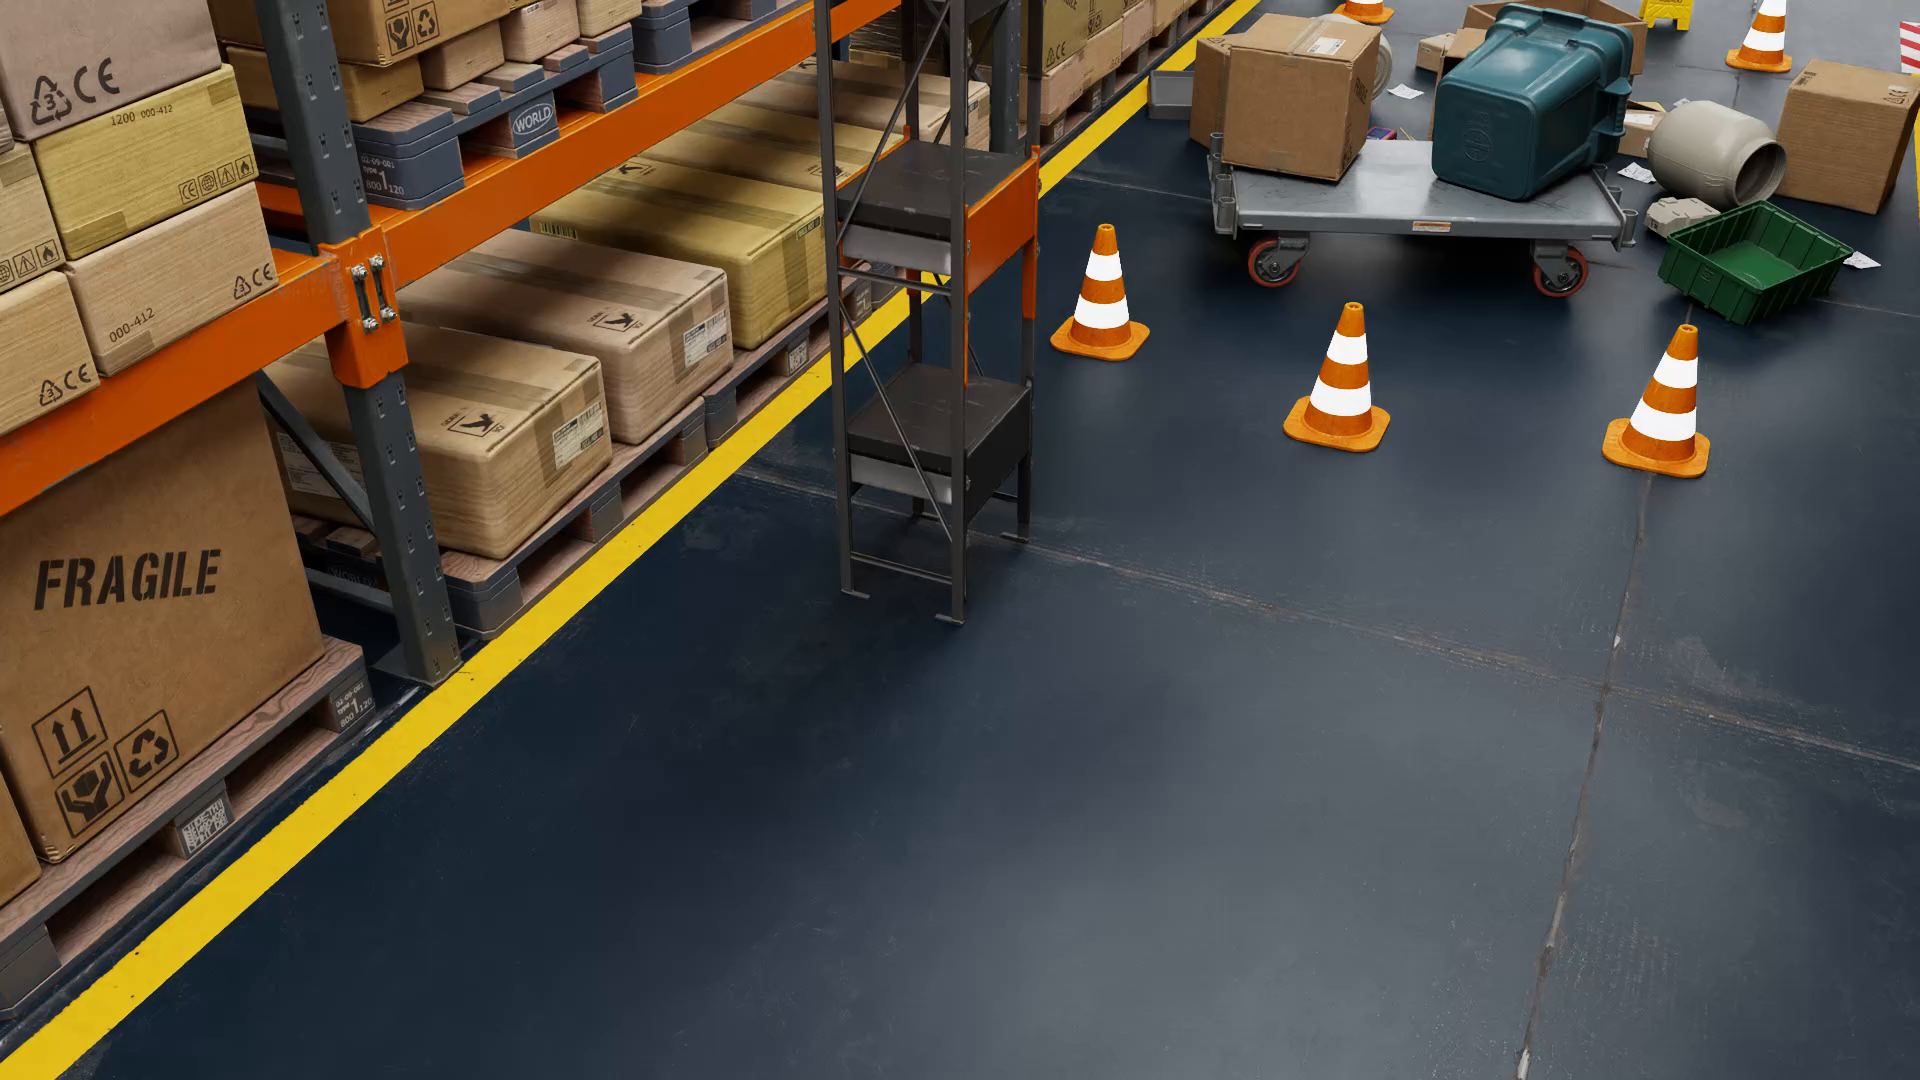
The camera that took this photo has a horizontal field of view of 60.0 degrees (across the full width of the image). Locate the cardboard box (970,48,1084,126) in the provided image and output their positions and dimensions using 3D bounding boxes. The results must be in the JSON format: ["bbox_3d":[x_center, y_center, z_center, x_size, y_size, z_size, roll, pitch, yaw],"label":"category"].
[{"bbox_3d":[0.282,-2.232,8.042,0.500,0.250,0.500,13,35,18],"label":"cardboard box"}]

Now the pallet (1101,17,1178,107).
[{"bbox_3d":[0.548,-2.760,9.267,1.003,0.211,1.213,14,36,20],"label":"pallet"}]

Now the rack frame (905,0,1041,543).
[{"bbox_3d":[0.033,-0.917,4.734,0.400,2.100,0.015,14,36,20],"label":"rack frame"}]

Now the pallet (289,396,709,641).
[{"bbox_3d":[-1.555,-0.204,5.369,1.003,0.211,1.213,14,36,20],"label":"pallet"}]

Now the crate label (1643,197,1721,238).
[{"bbox_3d":[3.152,-1.392,7.248,0.298,0.136,0.250,-9,34,-13],"label":"crate label"}]

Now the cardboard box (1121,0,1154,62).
[{"bbox_3d":[0.714,-2.765,8.856,0.500,0.250,0.500,14,36,20],"label":"cardboard box"}]

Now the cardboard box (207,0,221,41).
[{"bbox_3d":[-1.946,-1.614,4.230,0.500,0.500,0.500,13,35,19],"label":"cardboard box"}]

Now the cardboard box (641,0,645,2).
[{"bbox_3d":[-1.110,-1.700,4.954,0.380,0.149,0.250,16,37,23],"label":"cardboard box"}]

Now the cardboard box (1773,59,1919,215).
[{"bbox_3d":[4.045,-1.853,7.618,0.500,0.500,0.500,21,39,28],"label":"cardboard box"}]

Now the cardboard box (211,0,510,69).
[{"bbox_3d":[-1.485,-1.495,4.048,0.500,0.500,0.500,13,35,19],"label":"cardboard box"}]

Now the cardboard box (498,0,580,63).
[{"bbox_3d":[-1.274,-1.430,4.542,0.380,0.149,0.250,12,35,17],"label":"cardboard box"}]

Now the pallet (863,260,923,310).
[{"bbox_3d":[-0.535,-1.420,7.223,1.003,0.211,1.213,14,36,20],"label":"pallet"}]

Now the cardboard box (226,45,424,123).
[{"bbox_3d":[-1.579,-1.171,4.147,0.380,0.149,0.250,12,35,18],"label":"cardboard box"}]

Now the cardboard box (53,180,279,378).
[{"bbox_3d":[-1.860,-0.608,3.578,0.500,0.250,0.500,13,35,19],"label":"cardboard box"}]

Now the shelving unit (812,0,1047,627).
[{"bbox_3d":[-0.069,-0.796,4.549,0.431,2.100,0.503,14,36,20],"label":"shelving unit"}]

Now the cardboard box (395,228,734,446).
[{"bbox_3d":[-1.337,-0.707,5.606,0.950,0.372,0.625,13,36,20],"label":"cardboard box"}]

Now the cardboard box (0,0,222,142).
[{"bbox_3d":[-1.862,-1.124,3.226,0.500,0.500,0.500,13,35,19],"label":"cardboard box"}]

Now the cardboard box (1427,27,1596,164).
[{"bbox_3d":[2.644,-2.056,7.802,0.797,0.637,0.503,14,36,20],"label":"cardboard box"}]

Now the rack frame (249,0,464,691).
[{"bbox_3d":[-1.884,-0.982,4.012,1.000,3.000,0.127,14,36,20],"label":"rack frame"}]

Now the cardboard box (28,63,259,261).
[{"bbox_3d":[-1.856,-0.829,3.459,0.500,0.250,0.500,14,36,20],"label":"cardboard box"}]

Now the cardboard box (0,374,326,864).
[{"bbox_3d":[-2.248,0.056,3.983,0.875,0.875,0.875,14,36,20],"label":"cardboard box"}]

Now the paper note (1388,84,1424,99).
[{"bbox_3d":[2.384,-2.404,8.898,0.148,0.019,0.142,29,43,36],"label":"paper note"}]

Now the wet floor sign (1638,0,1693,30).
[{"bbox_3d":[4.215,-3.365,9.793,0.267,0.644,0.232,8,34,12],"label":"wet floor sign"}]

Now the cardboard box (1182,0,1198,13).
[{"bbox_3d":[1.146,-3.271,9.628,0.500,0.250,0.500,14,36,21],"label":"cardboard box"}]

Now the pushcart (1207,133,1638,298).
[{"bbox_3d":[1.882,-1.379,7.009,1.648,0.377,0.936,3,33,4],"label":"pushcart"}]

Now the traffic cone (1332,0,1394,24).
[{"bbox_3d":[2.455,-3.395,10.006,0.336,0.463,0.334,14,36,20],"label":"traffic cone"}]

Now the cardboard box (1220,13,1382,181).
[{"bbox_3d":[1.419,-1.852,6.928,0.500,0.500,0.500,14,36,20],"label":"cardboard box"}]

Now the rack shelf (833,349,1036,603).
[{"bbox_3d":[-0.069,-0.199,4.940,0.431,0.518,0.480,14,36,20],"label":"rack shelf"}]

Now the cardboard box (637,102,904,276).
[{"bbox_3d":[-0.725,-1.430,6.709,0.950,0.372,0.625,16,37,23],"label":"cardboard box"}]

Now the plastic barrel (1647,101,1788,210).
[{"bbox_3d":[3.409,-1.728,7.499,0.421,0.421,0.512,-15,36,-21],"label":"plastic barrel"}]

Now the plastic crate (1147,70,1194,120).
[{"bbox_3d":[1.191,-2.347,8.756,0.402,0.080,0.583,3,33,4],"label":"plastic crate"}]

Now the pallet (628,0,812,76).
[{"bbox_3d":[-1.093,-1.897,5.582,1.003,0.211,1.213,14,36,20],"label":"pallet"}]

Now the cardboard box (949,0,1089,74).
[{"bbox_3d":[0.282,-2.545,7.837,0.500,0.500,0.500,16,36,23],"label":"cardboard box"}]

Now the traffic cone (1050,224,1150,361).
[{"bbox_3d":[0.543,-0.974,6.314,0.336,0.463,0.334,14,36,20],"label":"traffic cone"}]

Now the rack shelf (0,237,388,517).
[{"bbox_3d":[-2.721,0.315,2.690,1.077,0.370,4.000,14,36,20],"label":"rack shelf"}]

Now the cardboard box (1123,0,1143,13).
[{"bbox_3d":[0.714,-3.072,8.641,0.500,0.500,0.500,16,37,23],"label":"cardboard box"}]

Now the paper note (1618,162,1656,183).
[{"bbox_3d":[3.234,-1.740,7.883,0.172,0.023,0.155,29,43,36],"label":"paper note"}]

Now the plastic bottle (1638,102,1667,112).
[{"bbox_3d":[3.543,-2.166,8.497,0.133,0.061,0.283,3,33,4],"label":"plastic bottle"}]

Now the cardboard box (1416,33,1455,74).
[{"bbox_3d":[2.750,-2.658,9.168,0.250,0.149,0.380,-21,39,-29],"label":"cardboard box"}]
